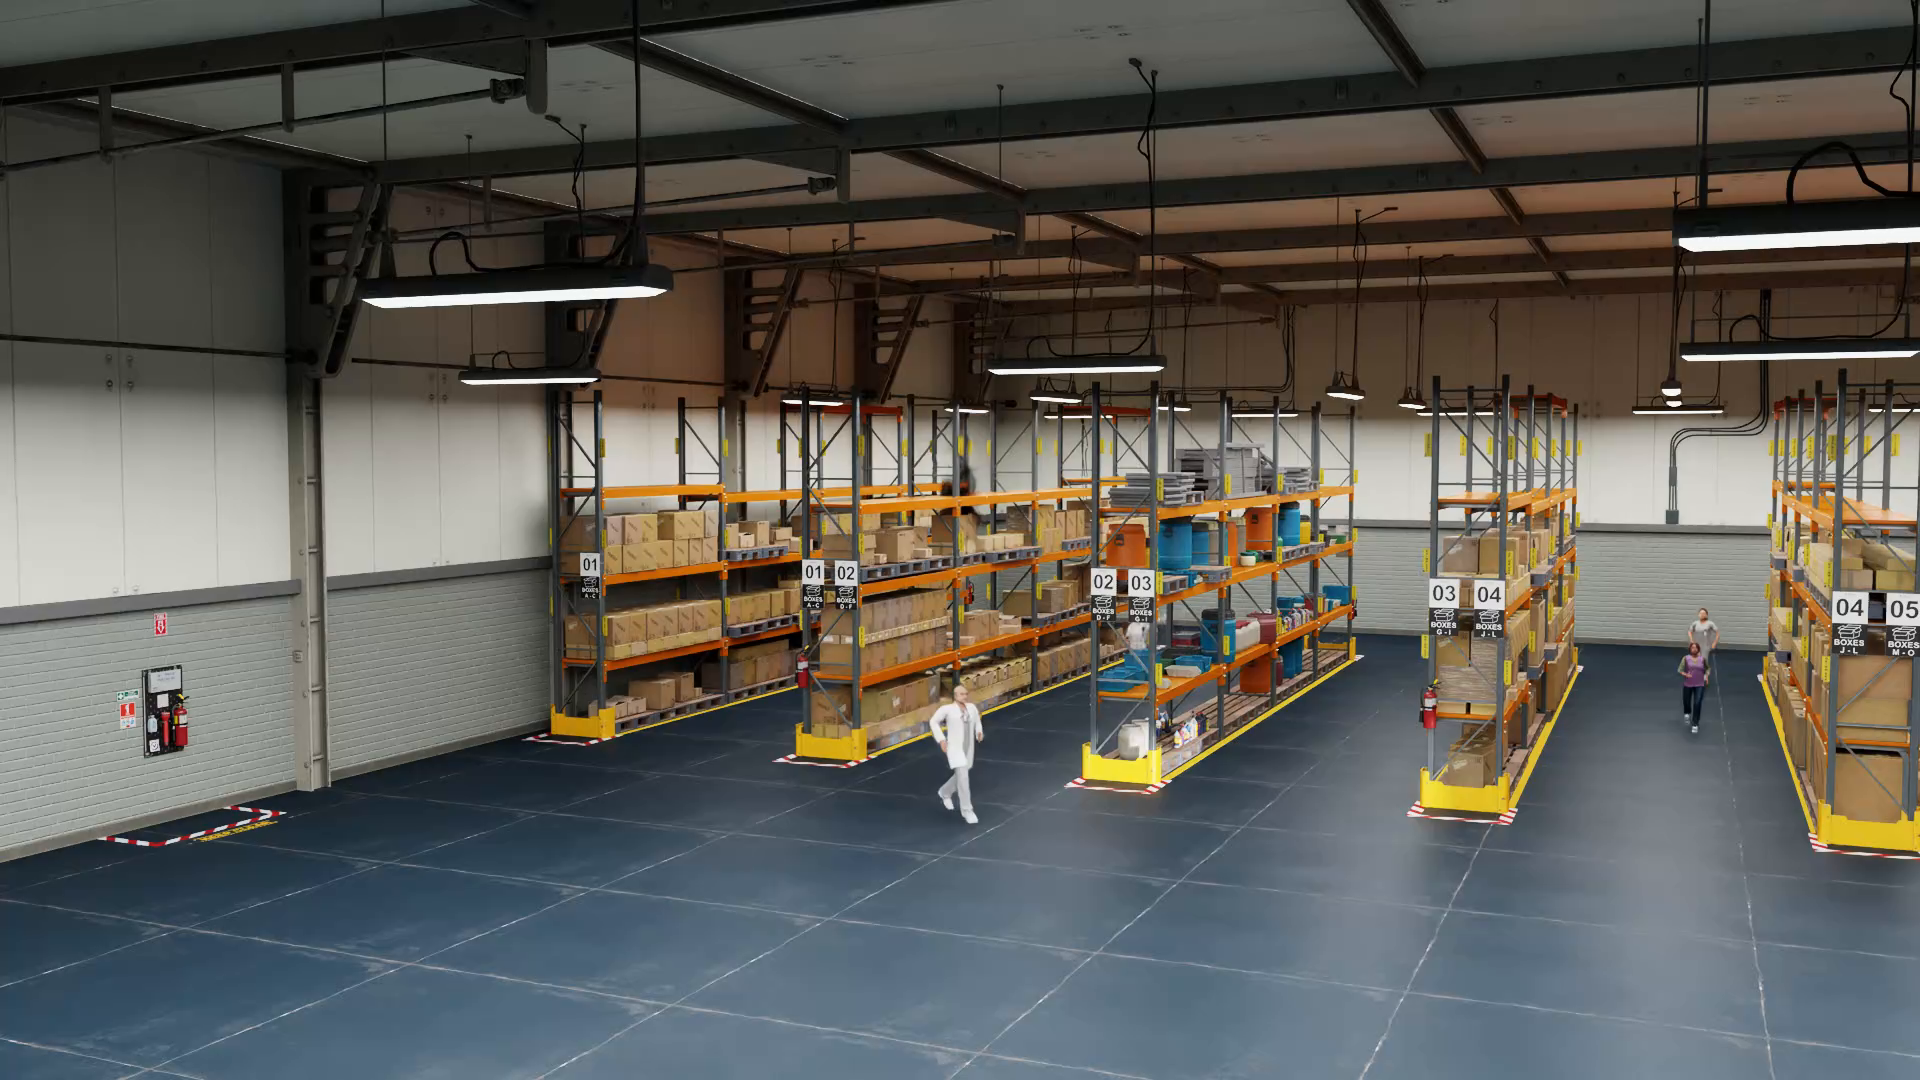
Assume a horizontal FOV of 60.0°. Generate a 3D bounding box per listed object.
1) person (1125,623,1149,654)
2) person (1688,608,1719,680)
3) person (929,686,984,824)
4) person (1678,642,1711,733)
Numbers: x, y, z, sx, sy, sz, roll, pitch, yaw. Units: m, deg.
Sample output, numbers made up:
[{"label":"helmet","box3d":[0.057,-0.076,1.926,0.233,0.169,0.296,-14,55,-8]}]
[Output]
[{"label":"person","box3d":[3.688,2.286,34.279,0.588,1.696,0.827,1,3,18]},{"label":"person","box3d":[15.698,2.258,35.131,0.599,1.633,0.583,2,4,34]},{"label":"person","box3d":[-0.018,2.867,22.564,0.712,1.799,0.993,-2,4,-37]},{"label":"person","box3d":[12.992,2.589,29.449,0.533,1.566,0.781,1,3,21]}]
